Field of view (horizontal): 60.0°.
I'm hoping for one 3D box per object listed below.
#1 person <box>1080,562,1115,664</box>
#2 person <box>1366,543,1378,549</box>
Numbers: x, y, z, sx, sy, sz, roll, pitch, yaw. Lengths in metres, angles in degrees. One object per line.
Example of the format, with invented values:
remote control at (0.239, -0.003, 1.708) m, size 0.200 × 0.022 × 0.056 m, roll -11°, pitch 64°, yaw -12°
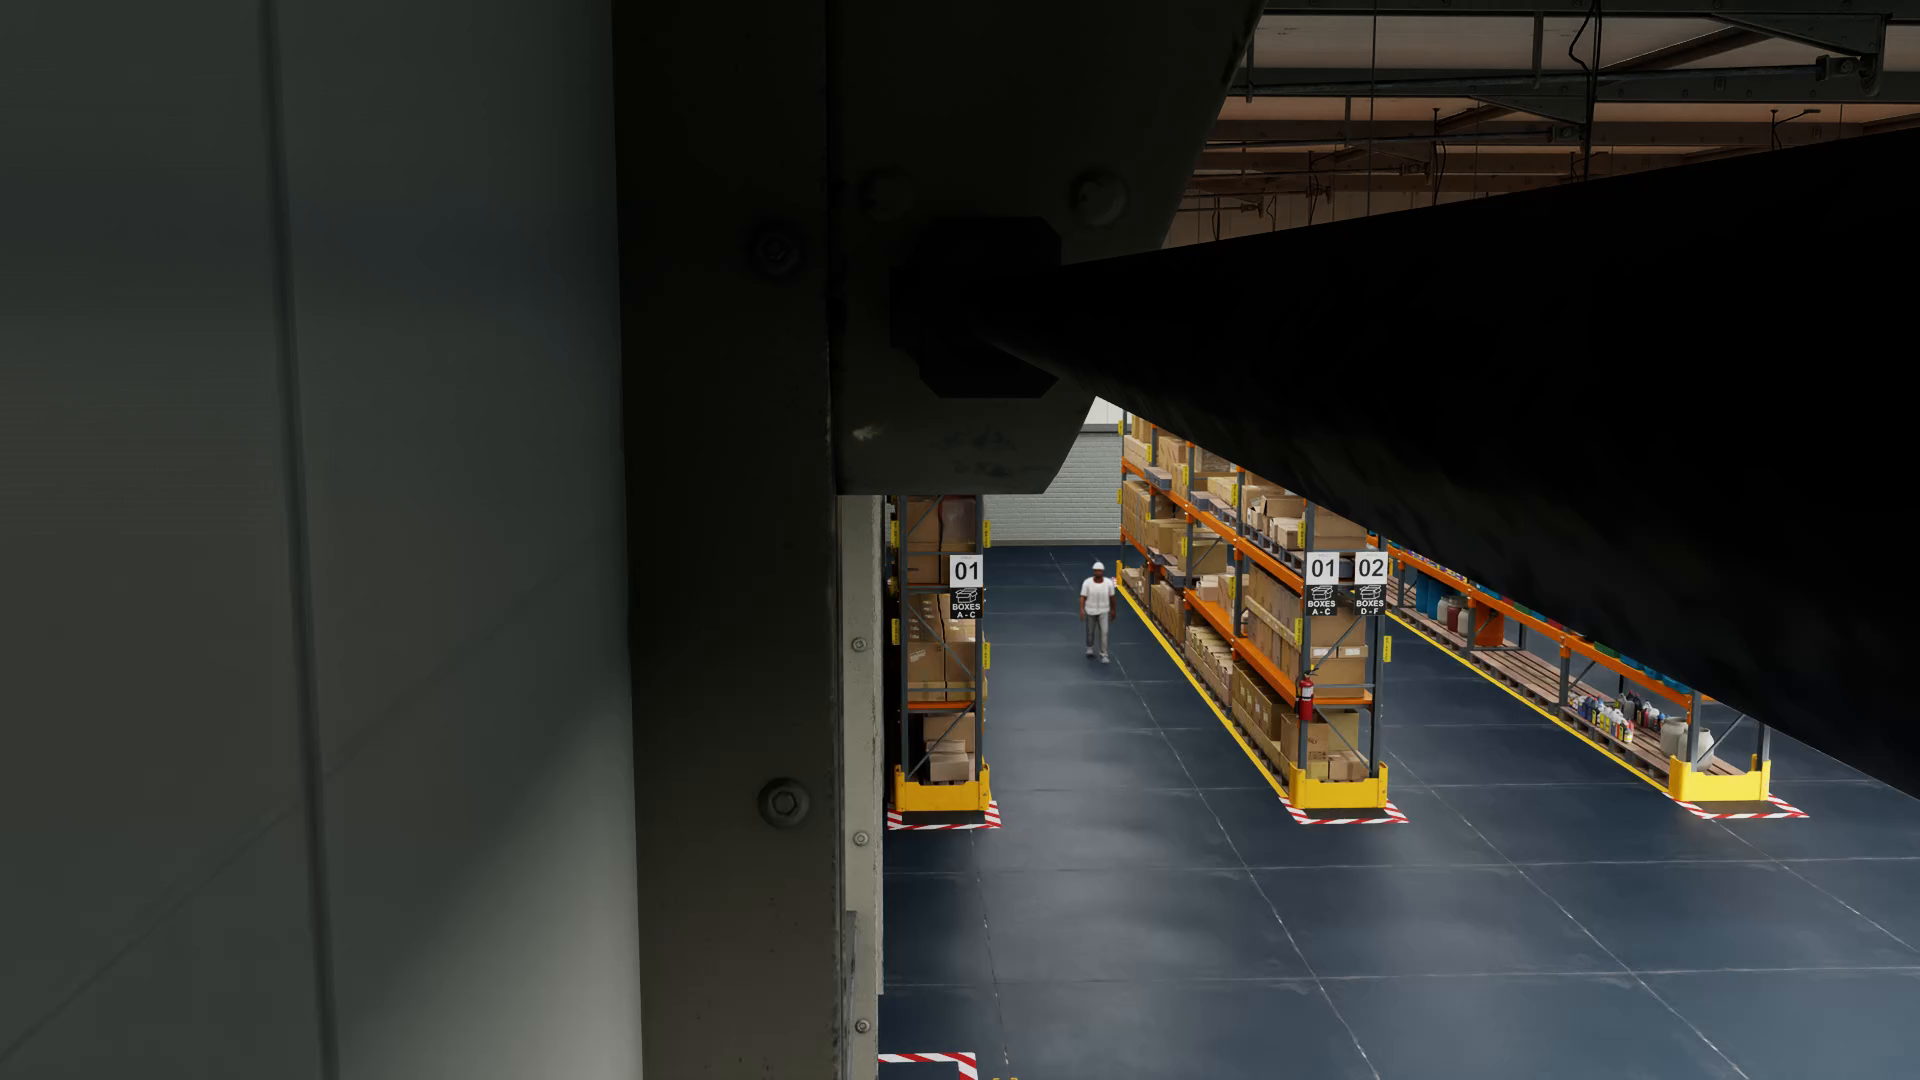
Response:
person at (2.385, 1.241, 28.795) m, size 0.660 × 1.722 × 1.054 m, roll 0°, pitch 8°, yaw -3°
person at (9.929, -0.400, 39.887) m, size 0.569 × 1.848 × 0.427 m, roll -2°, pitch 9°, yaw -12°
